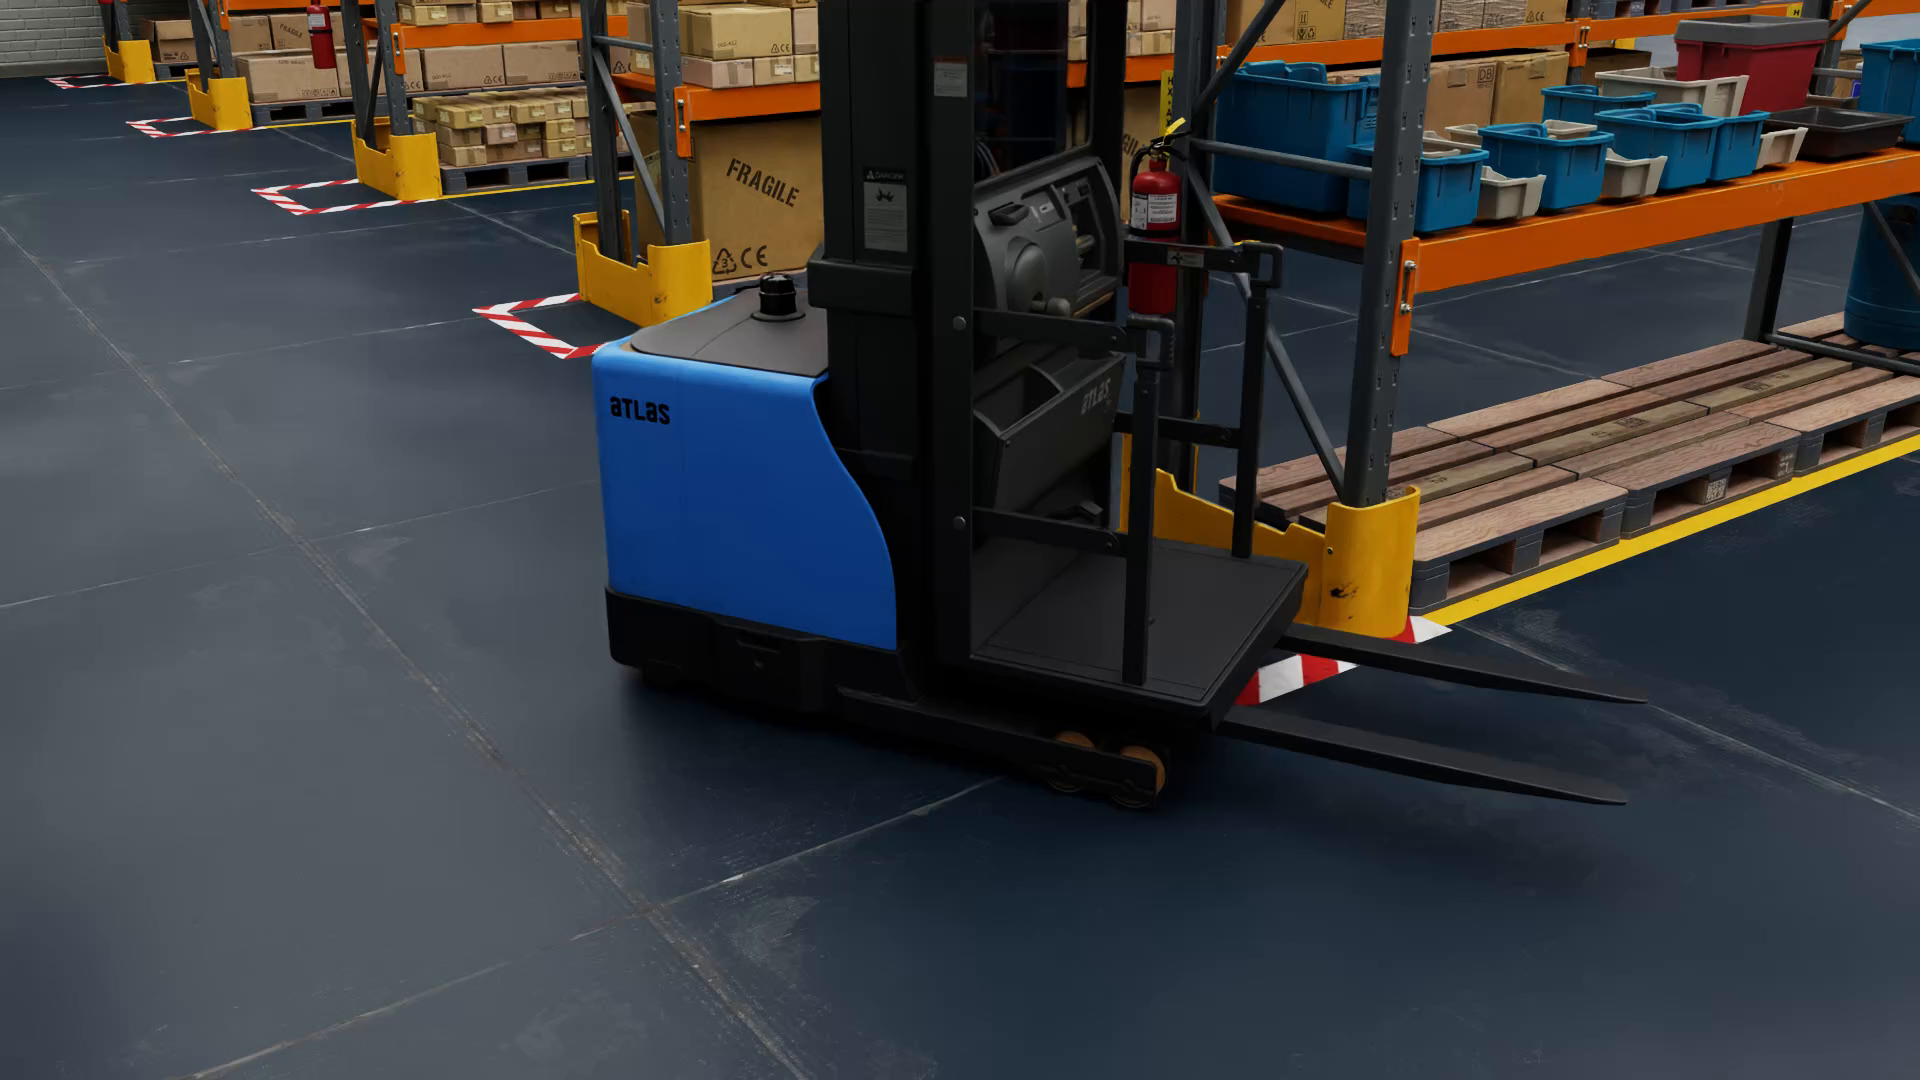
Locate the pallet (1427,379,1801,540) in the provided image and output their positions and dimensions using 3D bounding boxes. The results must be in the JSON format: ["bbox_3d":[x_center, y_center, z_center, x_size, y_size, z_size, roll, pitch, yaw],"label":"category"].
[{"bbox_3d":[2.751,-0.372,7.044,1.213,0.211,1.003,-15,26,-33],"label":"pallet"}]

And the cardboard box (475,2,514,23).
[{"bbox_3d":[-3.751,-4.207,13.230,0.250,0.149,0.380,-16,27,-34],"label":"cardboard box"}]

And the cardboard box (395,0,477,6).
[{"bbox_3d":[-4.112,-4.441,12.942,0.500,0.500,0.500,-14,25,-30],"label":"cardboard box"}]

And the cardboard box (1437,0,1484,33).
[{"bbox_3d":[3.587,-4.105,12.502,0.500,0.500,0.500,-16,27,-35],"label":"cardboard box"}]

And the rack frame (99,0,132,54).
[{"bbox_3d":[-10.513,-7.202,20.397,0.127,3.000,1.000,-15,26,-33],"label":"rack frame"}]

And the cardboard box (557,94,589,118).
[{"bbox_3d":[-3.198,-3.648,13.969,0.250,0.149,0.380,-14,26,-31],"label":"cardboard box"}]

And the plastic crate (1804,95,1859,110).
[{"bbox_3d":[3.855,-1.951,7.514,0.243,0.136,0.396,-15,26,-33],"label":"plastic crate"}]

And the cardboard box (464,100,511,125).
[{"bbox_3d":[-3.861,-3.496,13.589,0.250,0.149,0.380,-14,26,-32],"label":"cardboard box"}]

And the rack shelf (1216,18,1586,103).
[{"bbox_3d":[3.047,-3.693,12.574,4.000,0.370,1.077,-15,26,-33],"label":"rack shelf"}]

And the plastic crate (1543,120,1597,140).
[{"bbox_3d":[2.311,-1.570,6.558,0.250,0.136,0.298,-15,26,-33],"label":"plastic crate"}]

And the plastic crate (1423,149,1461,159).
[{"bbox_3d":[1.626,-1.374,6.068,0.243,0.136,0.396,-15,26,-33],"label":"plastic crate"}]

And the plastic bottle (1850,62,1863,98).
[{"bbox_3d":[4.448,-2.229,8.102,0.135,0.276,0.152,-15,26,-33],"label":"plastic bottle"}]

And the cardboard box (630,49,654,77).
[{"bbox_3d":[-1.726,-2.788,9.674,0.250,0.149,0.380,-14,26,-32],"label":"cardboard box"}]

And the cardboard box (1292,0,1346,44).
[{"bbox_3d":[2.351,-3.774,11.671,0.500,0.500,0.500,-15,26,-33],"label":"cardboard box"}]

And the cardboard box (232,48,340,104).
[{"bbox_3d":[-7.133,-4.887,17.488,0.875,0.438,0.875,-16,27,-35],"label":"cardboard box"}]

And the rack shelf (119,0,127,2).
[{"bbox_3d":[-8.889,-7.301,21.616,4.000,0.370,1.077,-15,26,-33],"label":"rack shelf"}]

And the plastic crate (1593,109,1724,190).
[{"bbox_3d":[2.531,-1.427,6.071,0.300,0.233,0.416,-15,26,-33],"label":"plastic crate"}]

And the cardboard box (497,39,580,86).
[{"bbox_3d":[-4.936,-5.477,18.964,0.875,0.438,0.875,-15,26,-34],"label":"cardboard box"}]

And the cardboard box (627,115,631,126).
[{"bbox_3d":[-2.808,-3.645,14.362,0.250,0.149,0.380,-14,25,-30],"label":"cardboard box"}]

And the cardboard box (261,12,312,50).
[{"bbox_3d":[-8.757,-6.598,21.689,0.500,0.500,0.500,-14,26,-32],"label":"cardboard box"}]

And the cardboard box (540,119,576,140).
[{"bbox_3d":[-3.389,-3.432,13.829,0.250,0.149,0.380,-14,26,-31],"label":"cardboard box"}]

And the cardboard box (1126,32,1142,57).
[{"bbox_3d":[0.950,-3.201,10.711,0.250,0.149,0.380,-15,26,-34],"label":"cardboard box"}]

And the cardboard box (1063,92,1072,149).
[{"bbox_3d":[0.111,-2.488,10.885,0.875,0.875,0.875,-15,26,-33],"label":"cardboard box"}]

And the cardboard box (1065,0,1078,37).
[{"bbox_3d":[0.386,-3.265,10.331,0.500,0.250,0.500,-14,26,-32],"label":"cardboard box"}]

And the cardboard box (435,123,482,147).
[{"bbox_3d":[-4.063,-3.287,13.466,0.250,0.149,0.380,-14,26,-31],"label":"cardboard box"}]

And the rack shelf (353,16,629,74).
[{"bbox_3d":[-3.014,-4.341,14.198,4.000,0.370,1.077,-15,26,-33],"label":"rack shelf"}]

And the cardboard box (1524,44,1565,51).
[{"bbox_3d":[7.125,-6.556,21.078,0.875,0.875,0.875,-15,26,-34],"label":"cardboard box"}]

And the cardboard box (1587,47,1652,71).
[{"bbox_3d":[5.622,-4.123,14.449,0.500,0.250,0.500,-12,25,-27],"label":"cardboard box"}]

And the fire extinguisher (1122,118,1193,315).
[{"bbox_3d":[0.682,-1.133,5.796,0.183,0.674,0.296,-15,26,-33],"label":"fire extinguisher"}]

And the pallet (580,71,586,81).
[{"bbox_3d":[-3.781,-5.470,19.819,1.213,0.211,1.003,-15,26,-33],"label":"pallet"}]

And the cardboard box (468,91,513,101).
[{"bbox_3d":[-3.983,-3.712,14.128,0.250,0.149,0.380,-16,27,-34],"label":"cardboard box"}]

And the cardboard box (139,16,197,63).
[{"bbox_3d":[-9.961,-6.341,21.043,0.637,0.503,0.797,-16,27,-35],"label":"cardboard box"}]

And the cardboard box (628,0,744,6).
[{"bbox_3d":[-1.581,-3.329,9.482,0.500,0.500,0.500,-15,26,-32],"label":"cardboard box"}]

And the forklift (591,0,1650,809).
[{"bbox_3d":[0.442,-0.851,4.575,3.031,2.935,1.130,10,24,24],"label":"forklift"}]

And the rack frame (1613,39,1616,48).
[{"bbox_3d":[8.350,-7.705,21.659,0.127,3.000,1.000,-15,26,-33],"label":"rack frame"}]

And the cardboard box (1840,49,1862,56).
[{"bbox_3d":[9.184,-4.718,16.979,0.500,0.500,0.500,-18,28,-37],"label":"cardboard box"}]

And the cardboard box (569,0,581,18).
[{"bbox_3d":[-3.170,-4.400,13.715,0.250,0.149,0.380,-16,27,-34],"label":"cardboard box"}]

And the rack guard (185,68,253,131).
[{"bbox_3d":[-7.630,-4.543,17.107,0.348,0.500,1.175,-15,26,-33],"label":"rack guard"}]

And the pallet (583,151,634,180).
[{"bbox_3d":[-2.906,-3.391,14.610,1.213,0.211,1.003,-15,26,-33],"label":"pallet"}]

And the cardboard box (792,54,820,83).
[{"bbox_3d":[-0.927,-2.700,9.455,0.250,0.149,0.380,-16,27,-34],"label":"cardboard box"}]

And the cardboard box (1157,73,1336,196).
[{"bbox_3d":[1.932,-2.947,12.034,0.875,0.875,1.225,-15,26,-33],"label":"cardboard box"}]

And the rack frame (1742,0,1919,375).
[{"bbox_3d":[4.316,-2.104,7.621,0.127,3.000,1.000,-15,26,-33],"label":"rack frame"}]

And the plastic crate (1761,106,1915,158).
[{"bbox_3d":[3.565,-1.681,6.851,0.590,0.125,0.437,-15,26,-33],"label":"plastic crate"}]

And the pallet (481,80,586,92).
[{"bbox_3d":[-5.027,-5.139,18.990,1.213,0.211,1.003,-15,26,-33],"label":"pallet"}]

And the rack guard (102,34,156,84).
[{"bbox_3d":[-10.451,-6.057,20.902,0.348,0.500,1.175,-15,26,-33],"label":"rack guard"}]

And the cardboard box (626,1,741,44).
[{"bbox_3d":[-1.585,-2.981,9.621,0.500,0.250,0.500,-15,26,-34],"label":"cardboard box"}]

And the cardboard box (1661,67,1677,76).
[{"bbox_3d":[6.555,-4.024,15.211,0.500,0.500,0.700,-18,28,-37],"label":"cardboard box"}]

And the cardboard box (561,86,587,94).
[{"bbox_3d":[-3.271,-3.847,14.467,0.250,0.149,0.380,-16,27,-35],"label":"cardboard box"}]

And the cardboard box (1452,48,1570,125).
[{"bbox_3d":[4.098,-3.525,13.482,0.875,0.875,1.225,-16,27,-35],"label":"cardboard box"}]

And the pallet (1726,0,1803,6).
[{"bbox_3d":[7.212,-5.115,15.425,1.213,0.211,1.003,-15,26,-33],"label":"pallet"}]

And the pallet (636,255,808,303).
[{"bbox_3d":[-1.220,-1.629,10.195,1.213,0.211,1.003,-15,26,-33],"label":"pallet"}]

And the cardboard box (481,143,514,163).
[{"bbox_3d":[-3.861,-3.211,13.677,0.250,0.149,0.380,-15,26,-33],"label":"cardboard box"}]

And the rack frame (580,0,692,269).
[{"bbox_3d":[-1.823,-2.728,9.186,0.127,3.000,1.000,-15,26,-33],"label":"rack frame"}]

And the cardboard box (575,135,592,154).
[{"bbox_3d":[-3.240,-3.373,14.083,0.250,0.149,0.380,-15,26,-33],"label":"cardboard box"}]

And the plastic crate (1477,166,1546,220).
[{"bbox_3d":[1.771,-1.142,5.487,0.298,0.136,0.250,-15,26,-33],"label":"plastic crate"}]
